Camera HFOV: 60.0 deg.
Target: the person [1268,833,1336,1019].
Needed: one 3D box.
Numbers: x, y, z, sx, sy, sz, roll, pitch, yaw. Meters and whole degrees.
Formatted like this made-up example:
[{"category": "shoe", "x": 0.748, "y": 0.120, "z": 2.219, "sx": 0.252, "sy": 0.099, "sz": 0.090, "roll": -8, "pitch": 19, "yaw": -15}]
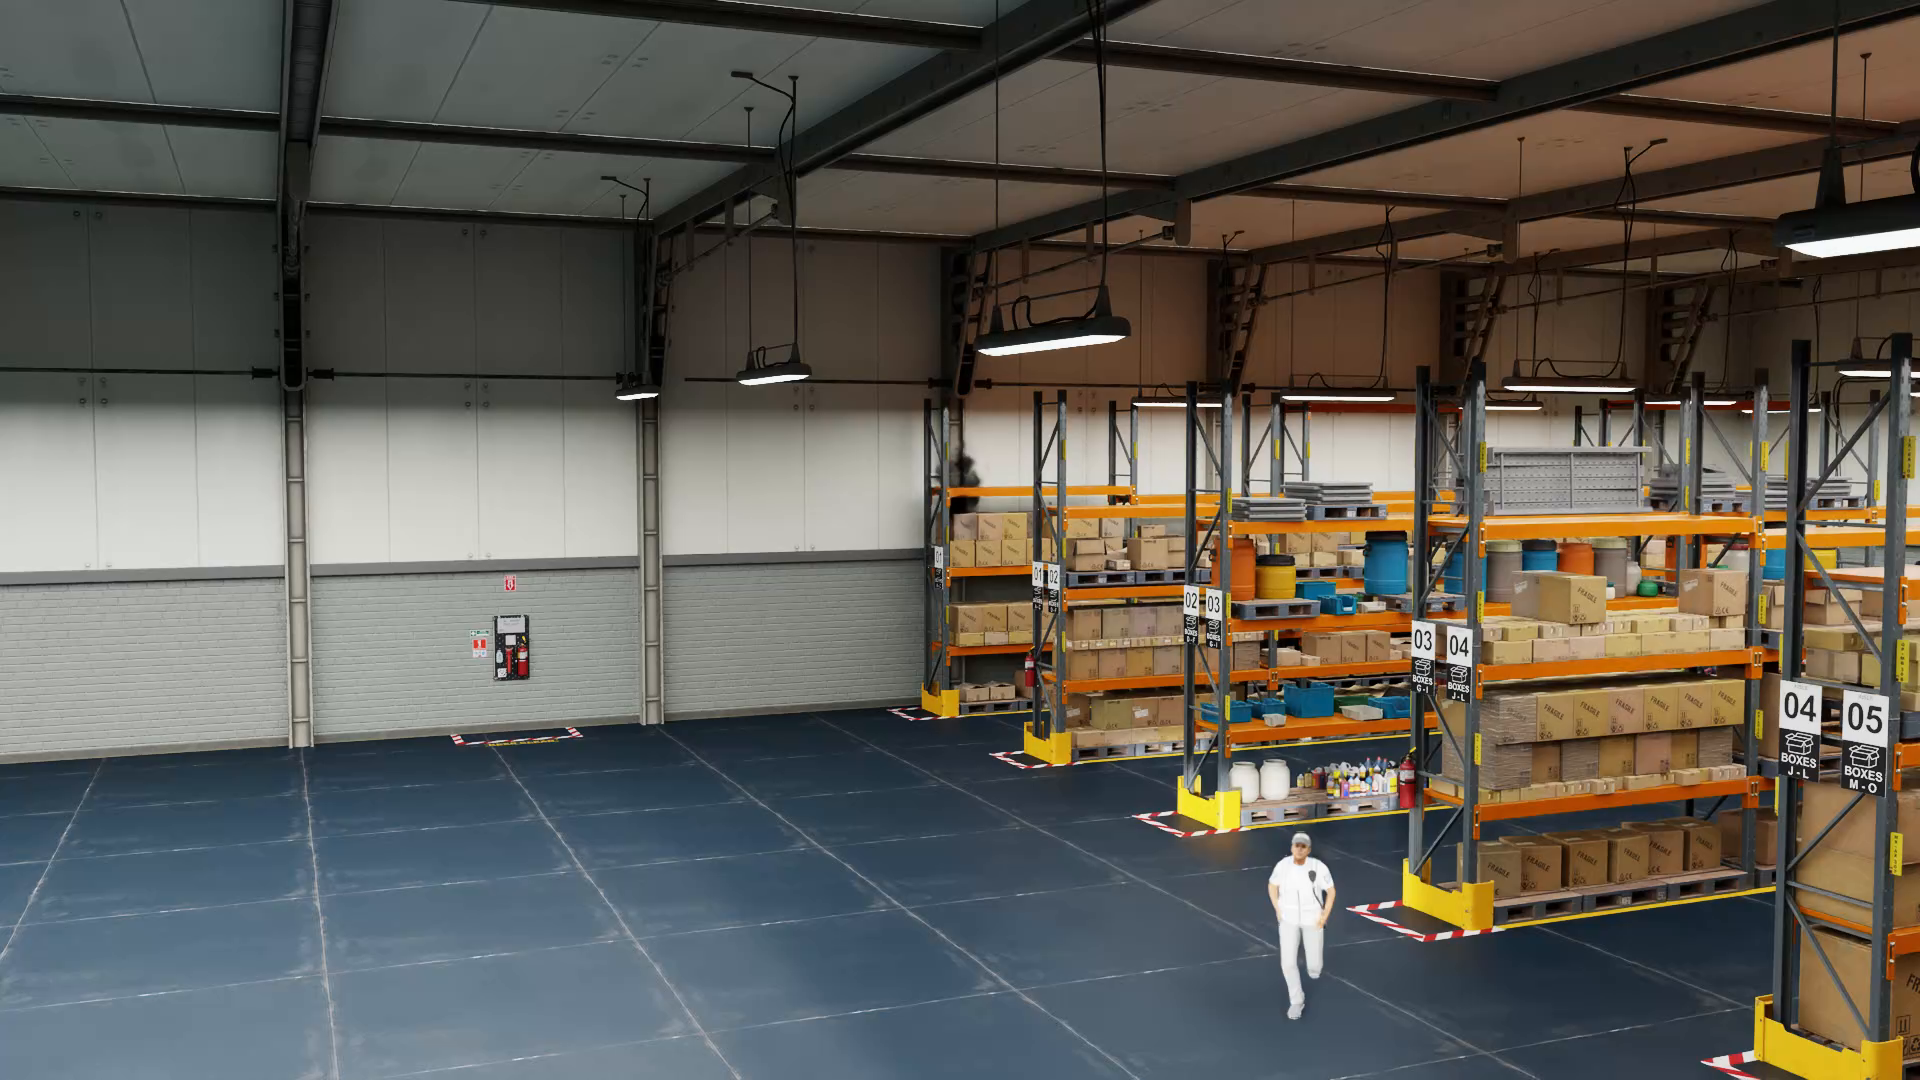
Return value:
[{"category": "person", "x": 3.118, "y": 3.480, "z": 15.211, "sx": 0.613, "sy": 1.639, "sz": 0.730, "roll": 1, "pitch": 3, "yaw": 15}]
